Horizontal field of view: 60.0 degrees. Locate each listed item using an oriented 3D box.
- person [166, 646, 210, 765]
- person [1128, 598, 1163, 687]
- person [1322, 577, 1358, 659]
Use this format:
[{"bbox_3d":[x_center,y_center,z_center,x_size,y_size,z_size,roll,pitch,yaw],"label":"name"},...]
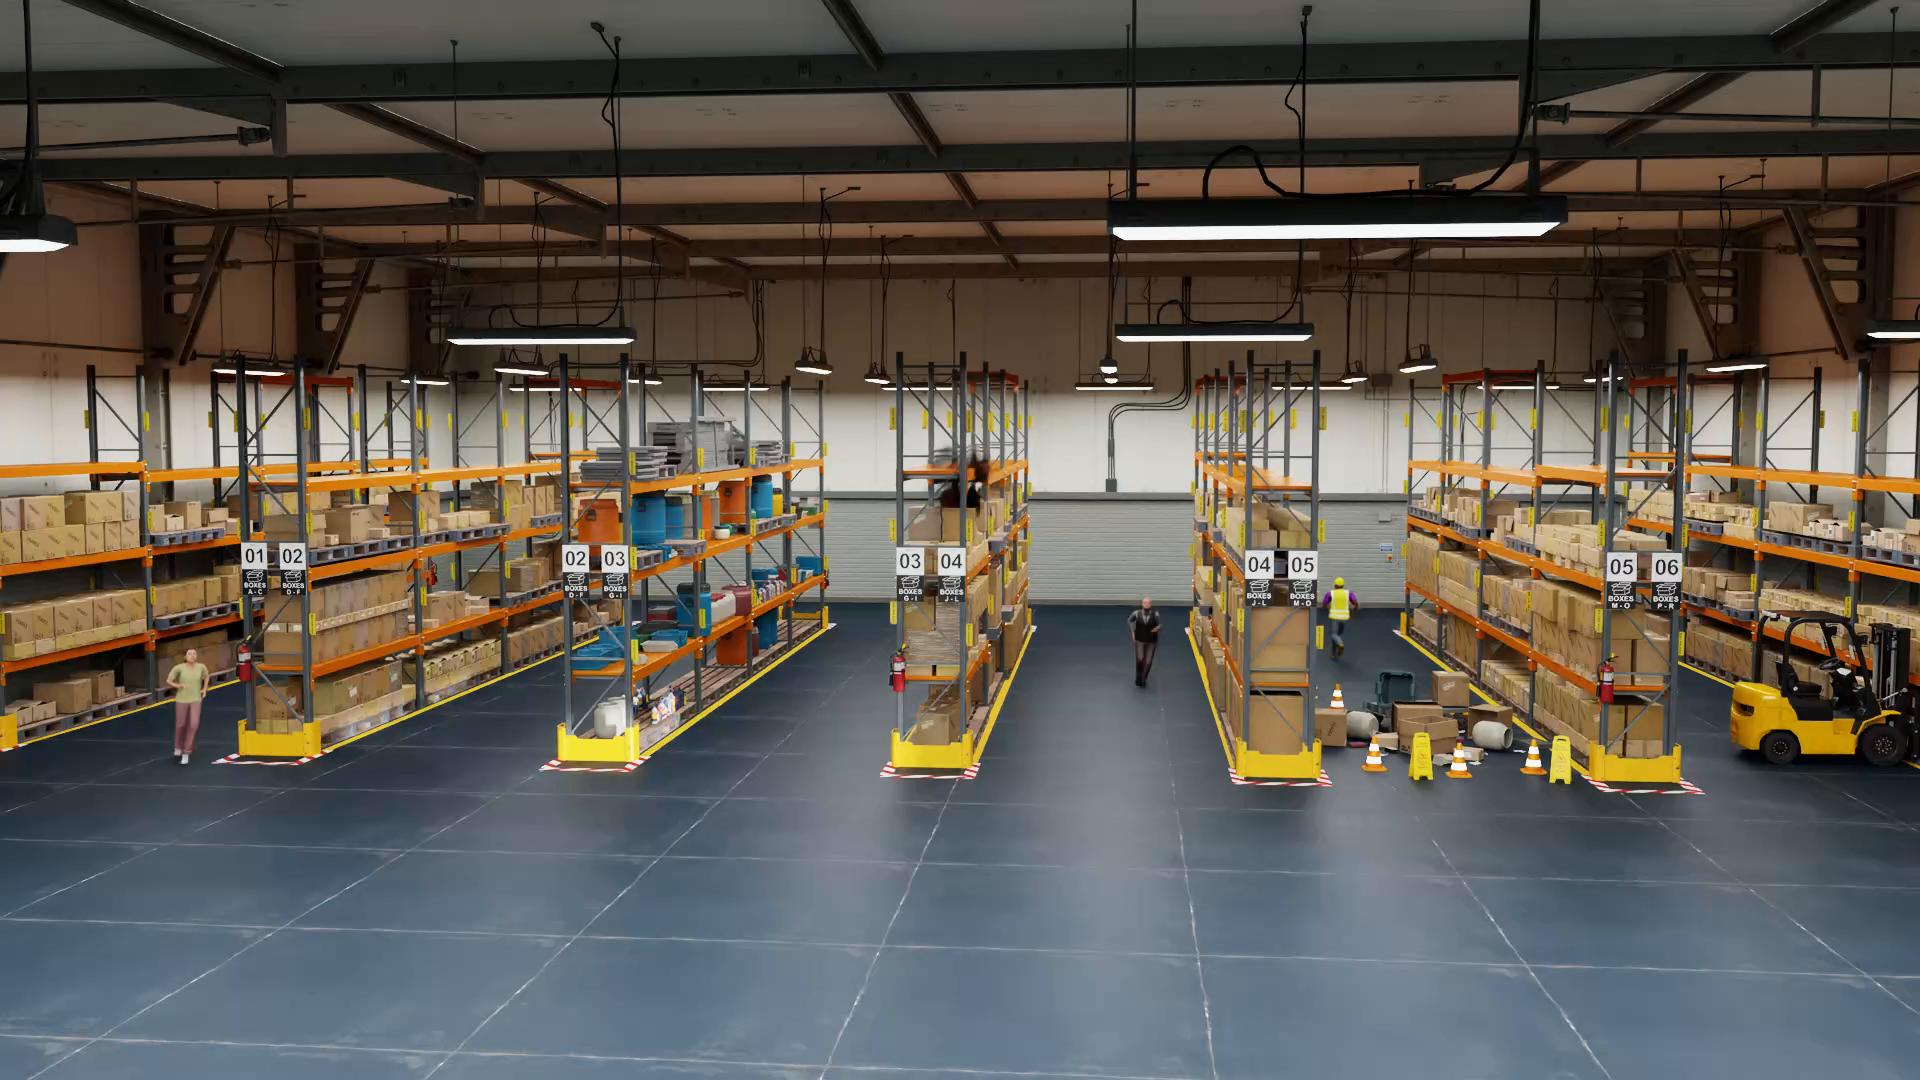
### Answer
[{"bbox_3d":[-11.394,2.409,24.581,0.603,1.687,0.845,-2,5,-30],"label":"person"},{"bbox_3d":[3.492,1.925,31.260,0.652,1.680,0.704,0,4,0],"label":"person"},{"bbox_3d":[7.945,1.665,34.865,0.726,1.750,0.911,0,4,-2],"label":"person"}]
